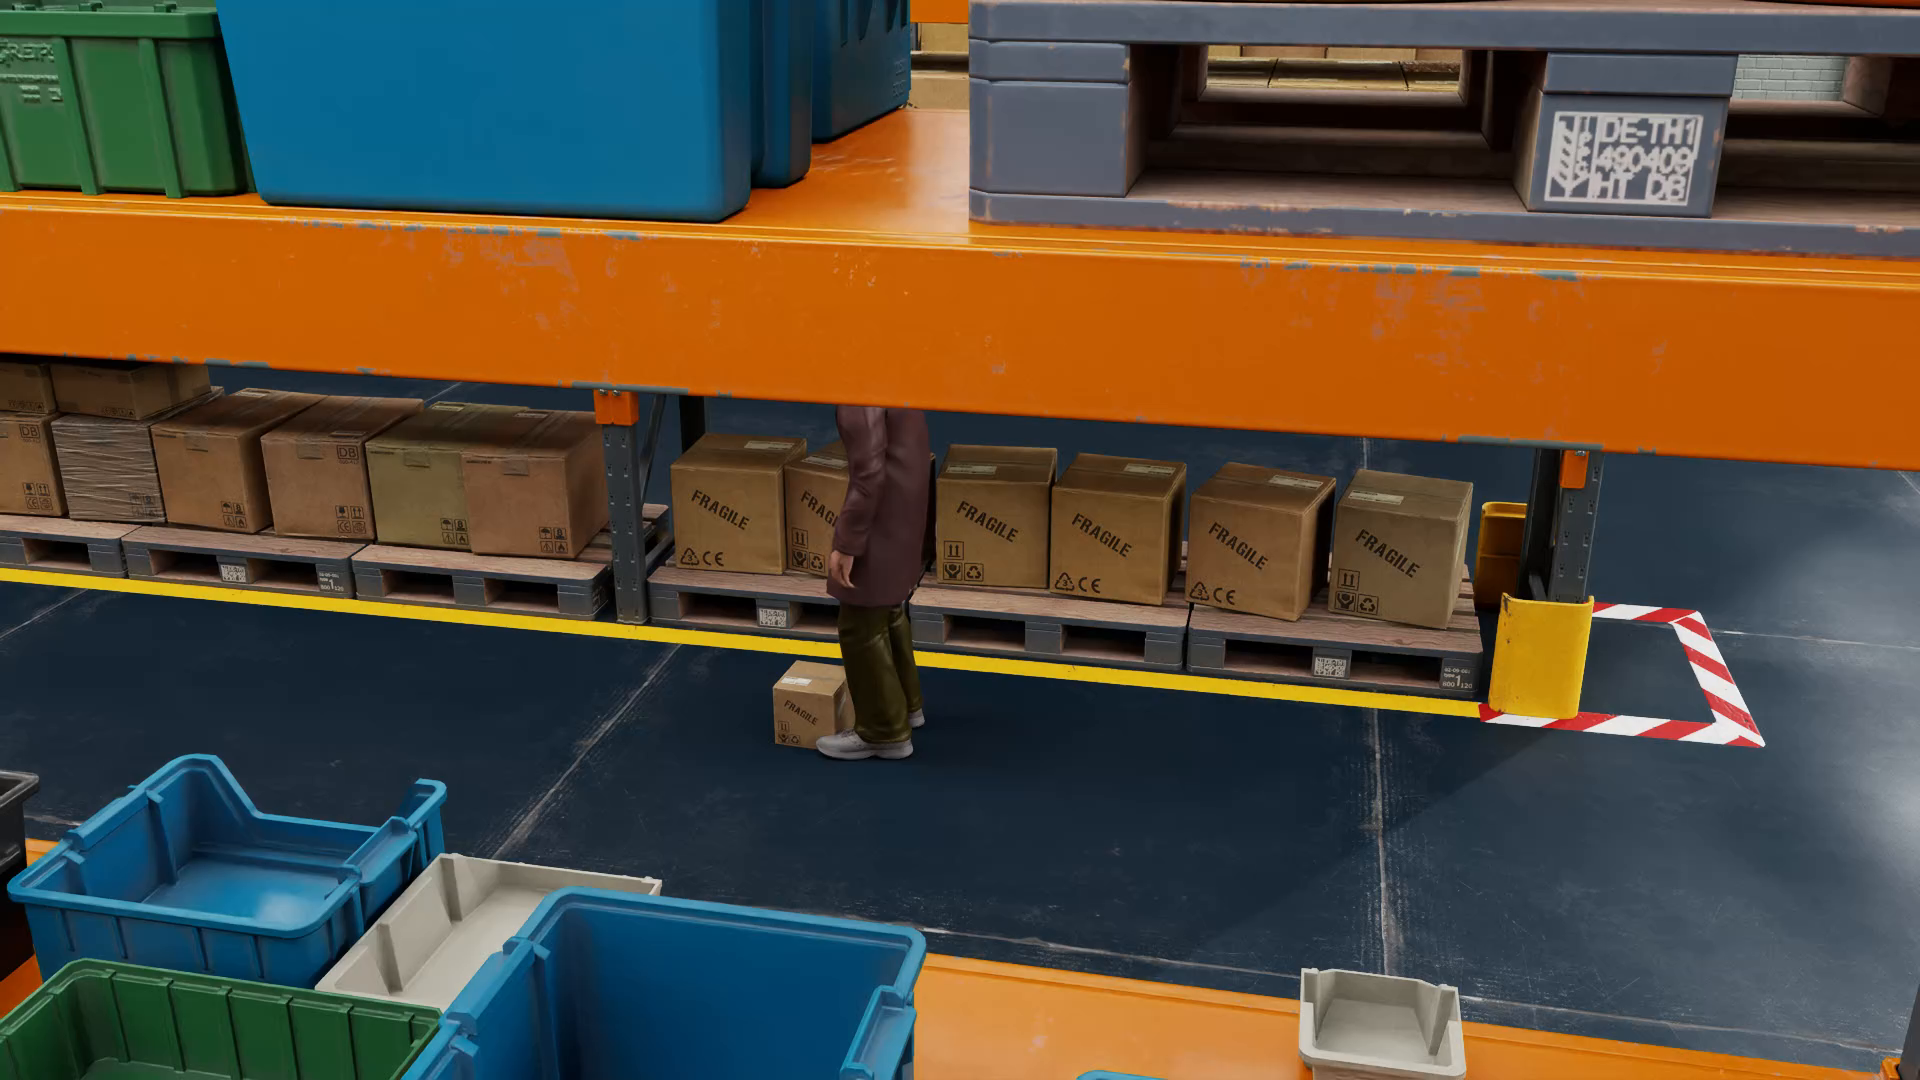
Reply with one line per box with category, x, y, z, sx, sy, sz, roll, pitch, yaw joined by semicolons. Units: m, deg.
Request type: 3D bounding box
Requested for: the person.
person;-0.325;-0.043;6.214;0.425;1.774;0.644;5;22;12
